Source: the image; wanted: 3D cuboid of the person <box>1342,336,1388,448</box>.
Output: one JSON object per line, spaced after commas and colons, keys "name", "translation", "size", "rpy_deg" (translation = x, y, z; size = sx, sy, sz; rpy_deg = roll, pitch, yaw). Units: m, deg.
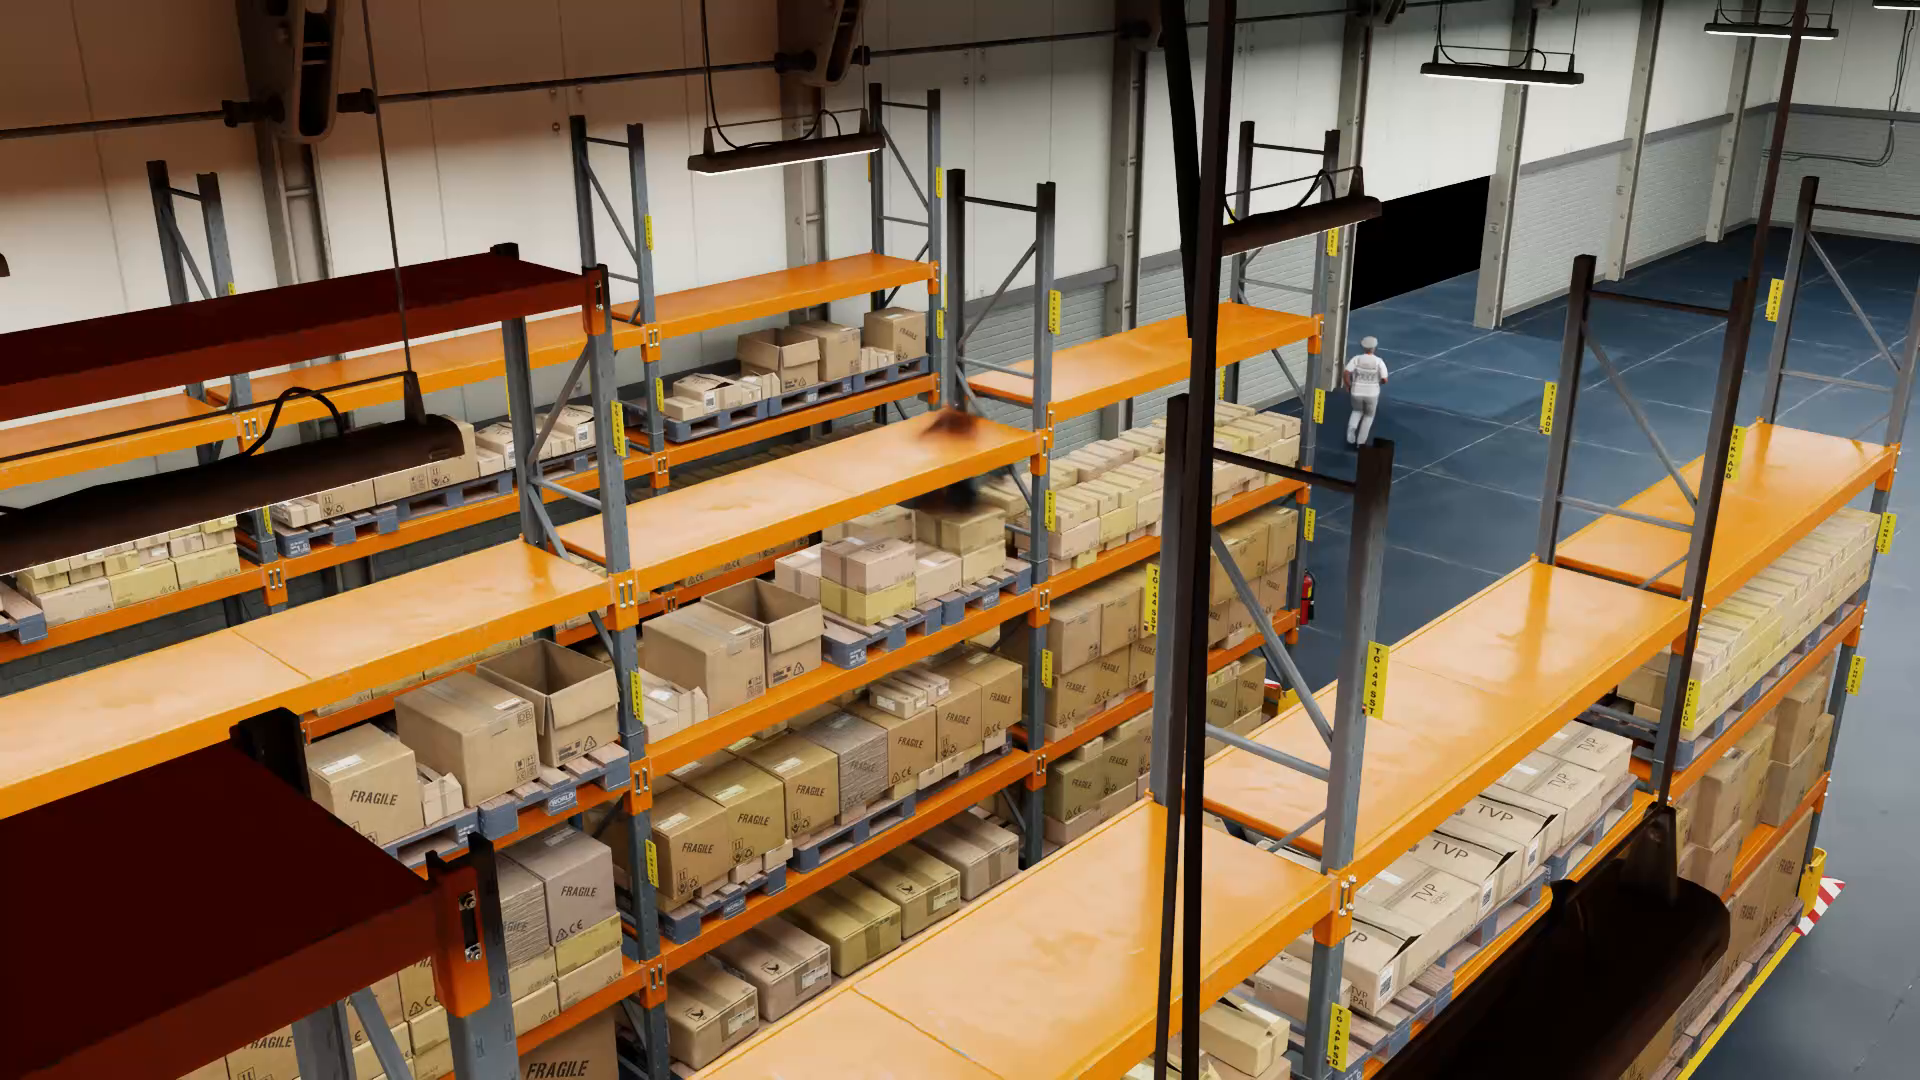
{"name": "person", "translation": [6.206, -2.276, 25.491], "size": [0.658, 1.743, 0.591], "rpy_deg": [8, 23, 21]}
